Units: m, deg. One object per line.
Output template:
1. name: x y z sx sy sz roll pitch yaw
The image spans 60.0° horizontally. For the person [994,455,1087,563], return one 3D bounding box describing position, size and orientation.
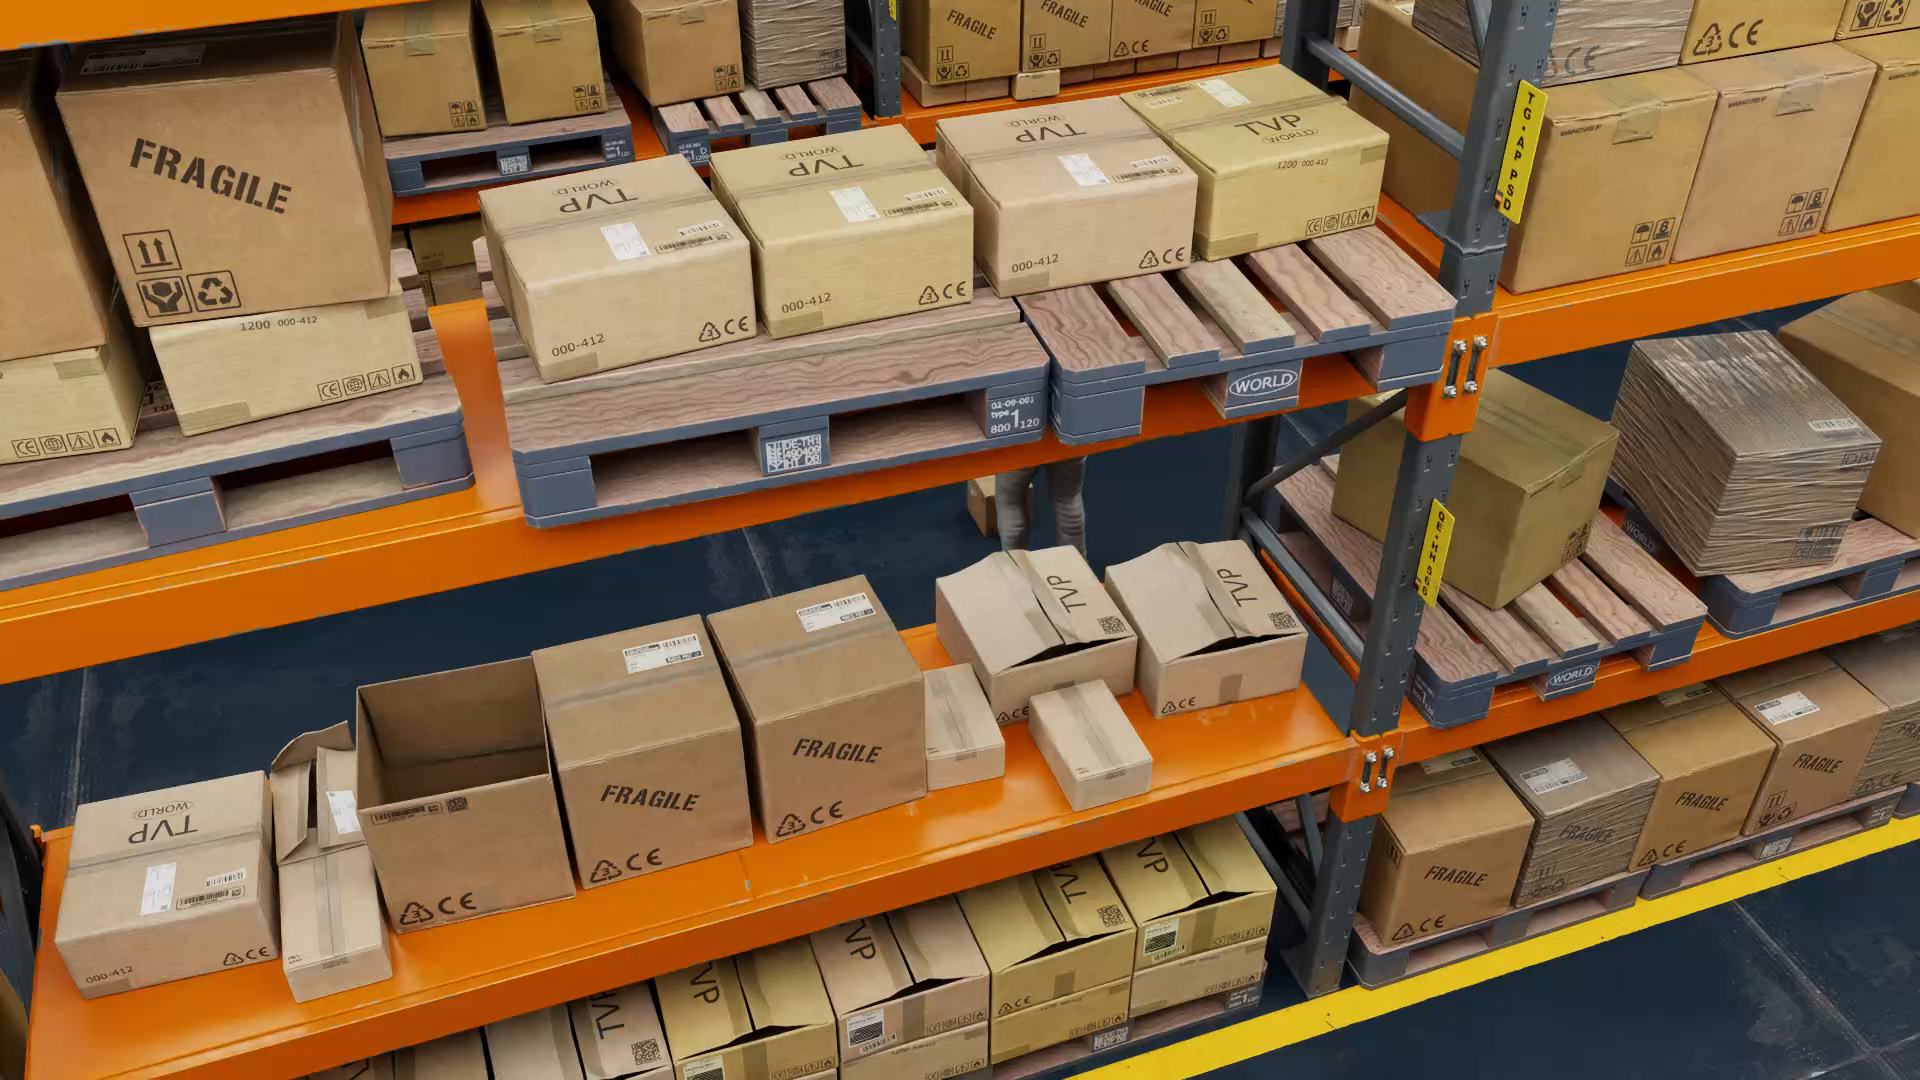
1. person: 0.341 -0.464 7.421 0.468 1.709 0.385 -12 40 -15
